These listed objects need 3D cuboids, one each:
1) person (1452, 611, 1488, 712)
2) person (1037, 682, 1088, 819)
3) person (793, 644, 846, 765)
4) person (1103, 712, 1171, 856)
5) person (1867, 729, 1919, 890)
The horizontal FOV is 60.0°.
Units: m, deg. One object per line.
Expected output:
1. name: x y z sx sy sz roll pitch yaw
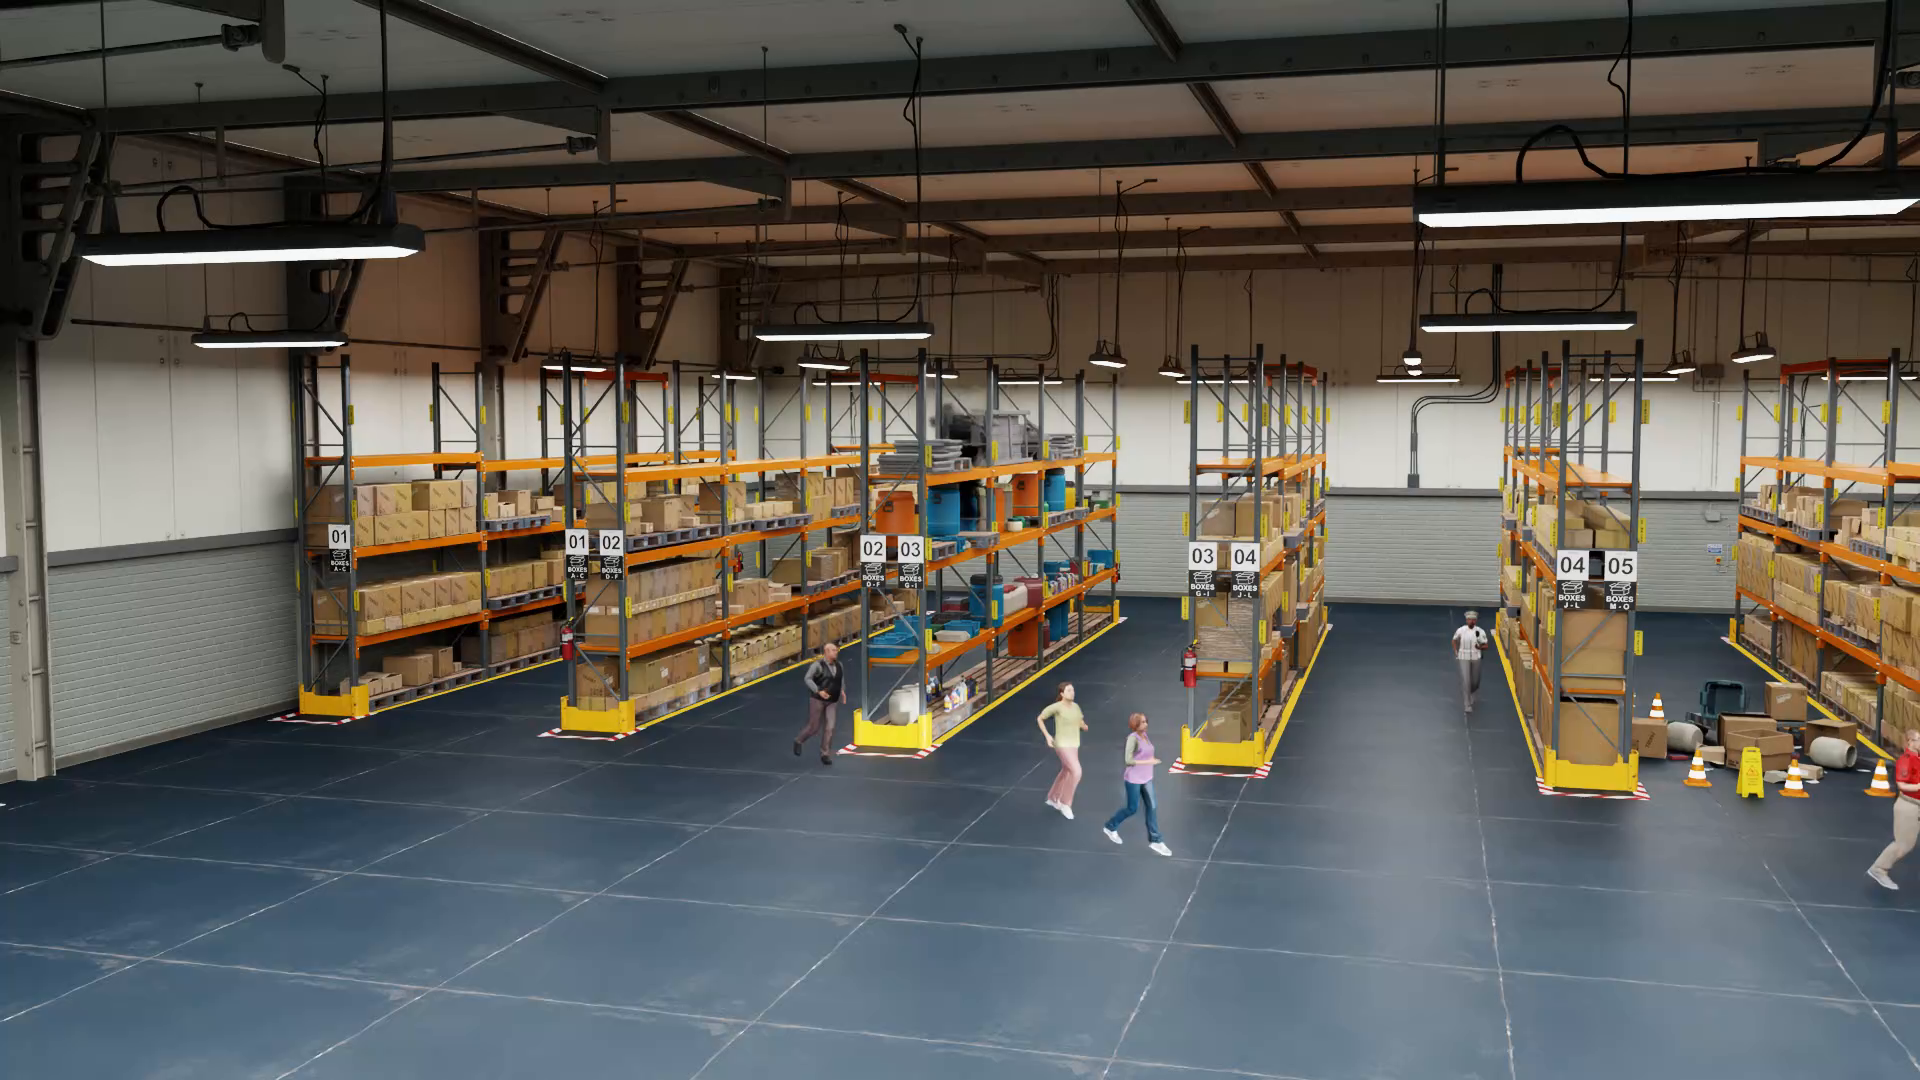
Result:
1. person: 8.659 2.035 28.230 0.583 1.663 0.924 1 4 11
2. person: 1.328 2.611 20.784 0.698 1.696 0.548 4 6 44
3. person: -1.943 2.347 24.131 0.748 1.696 0.857 -3 5 -37
4. person: 2.019 2.759 18.975 0.851 1.606 0.535 3 5 38
5. person: 9.885 2.839 17.219 0.651 1.770 0.834 -3 5 -32
